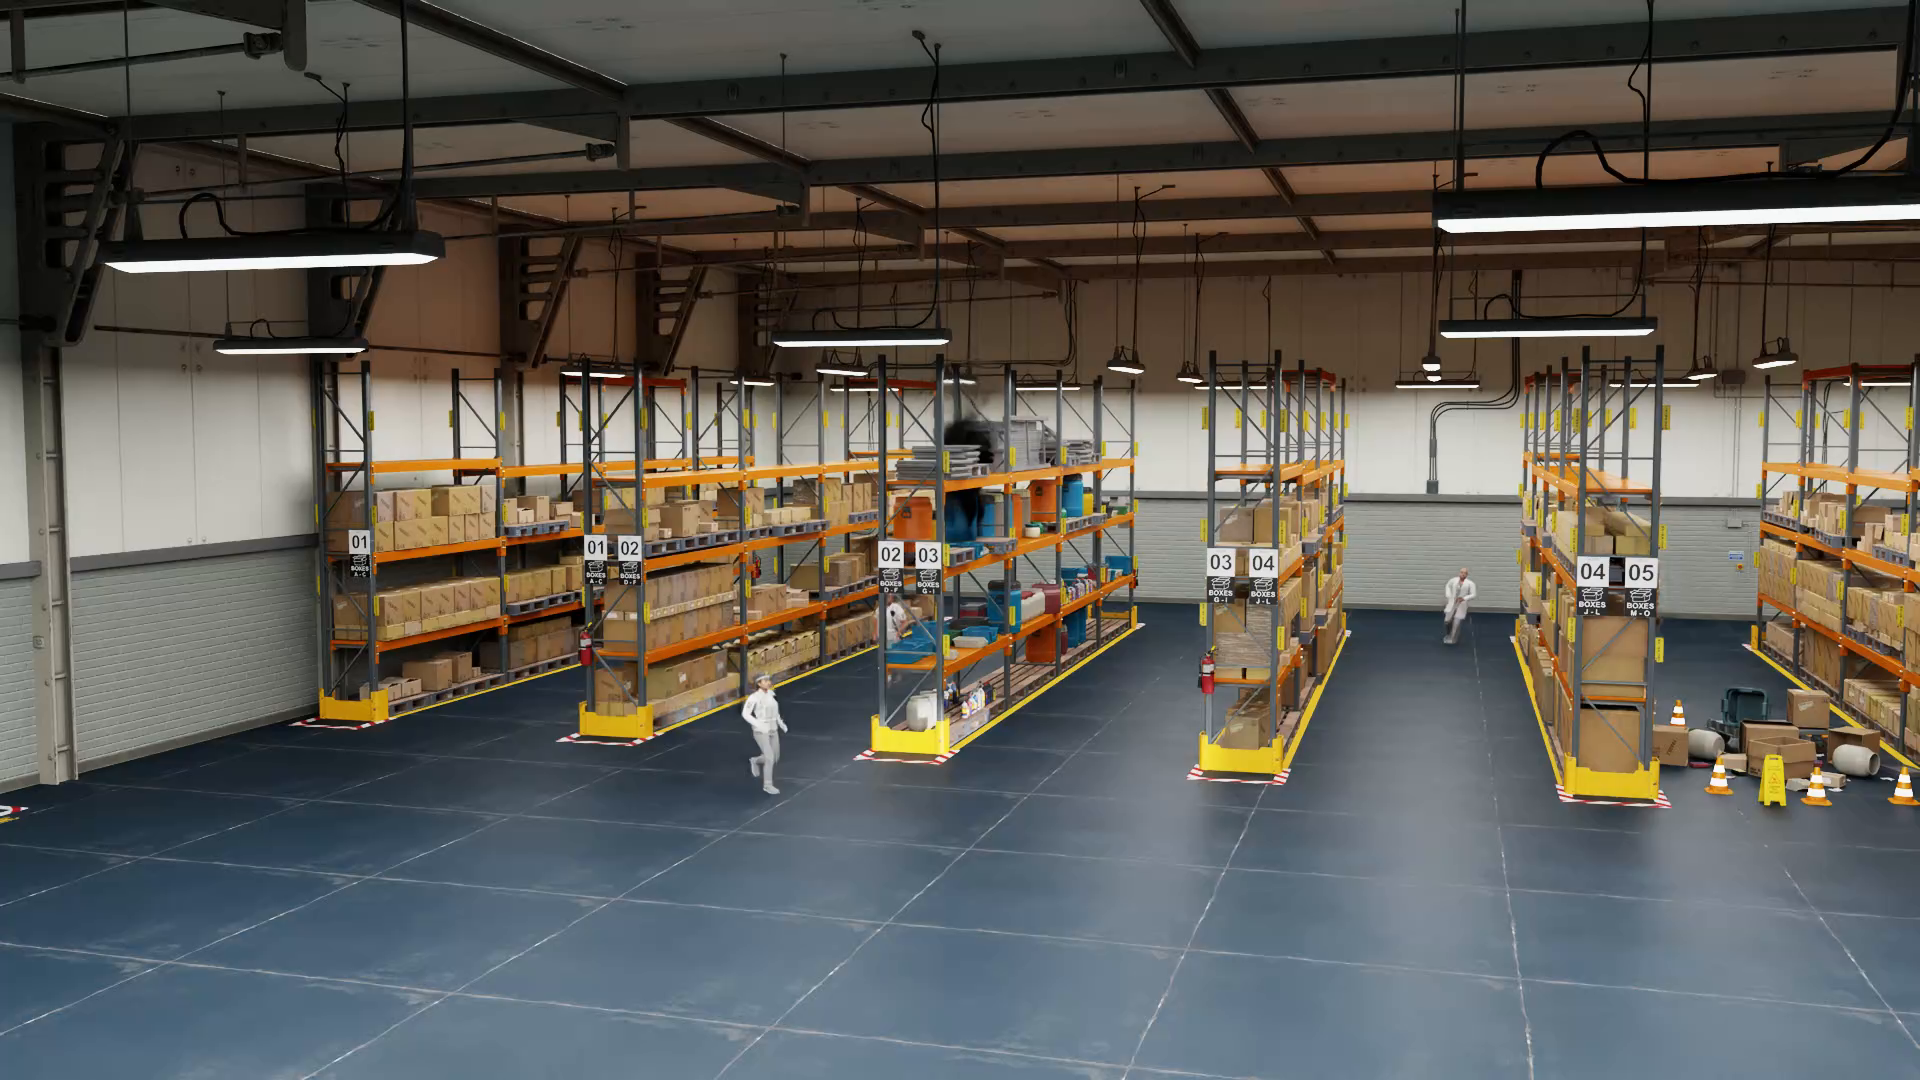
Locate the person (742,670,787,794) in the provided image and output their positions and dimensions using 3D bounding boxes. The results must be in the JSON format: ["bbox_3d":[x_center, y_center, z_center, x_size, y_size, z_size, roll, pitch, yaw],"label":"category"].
[{"bbox_3d":[-2.664,2.581,22.483,0.567,1.665,0.613,4,5,41],"label":"person"}]

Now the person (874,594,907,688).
[{"bbox_3d":[-1.258,1.735,29.679,0.646,1.759,0.667,1,4,19],"label":"person"}]

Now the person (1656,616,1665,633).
[{"bbox_3d":[15.859,1.405,38.311,0.713,1.747,0.722,2,4,24],"label":"person"}]

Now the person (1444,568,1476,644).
[{"bbox_3d":[11.146,1.485,37.088,0.725,1.726,0.615,2,5,31],"label":"person"}]
